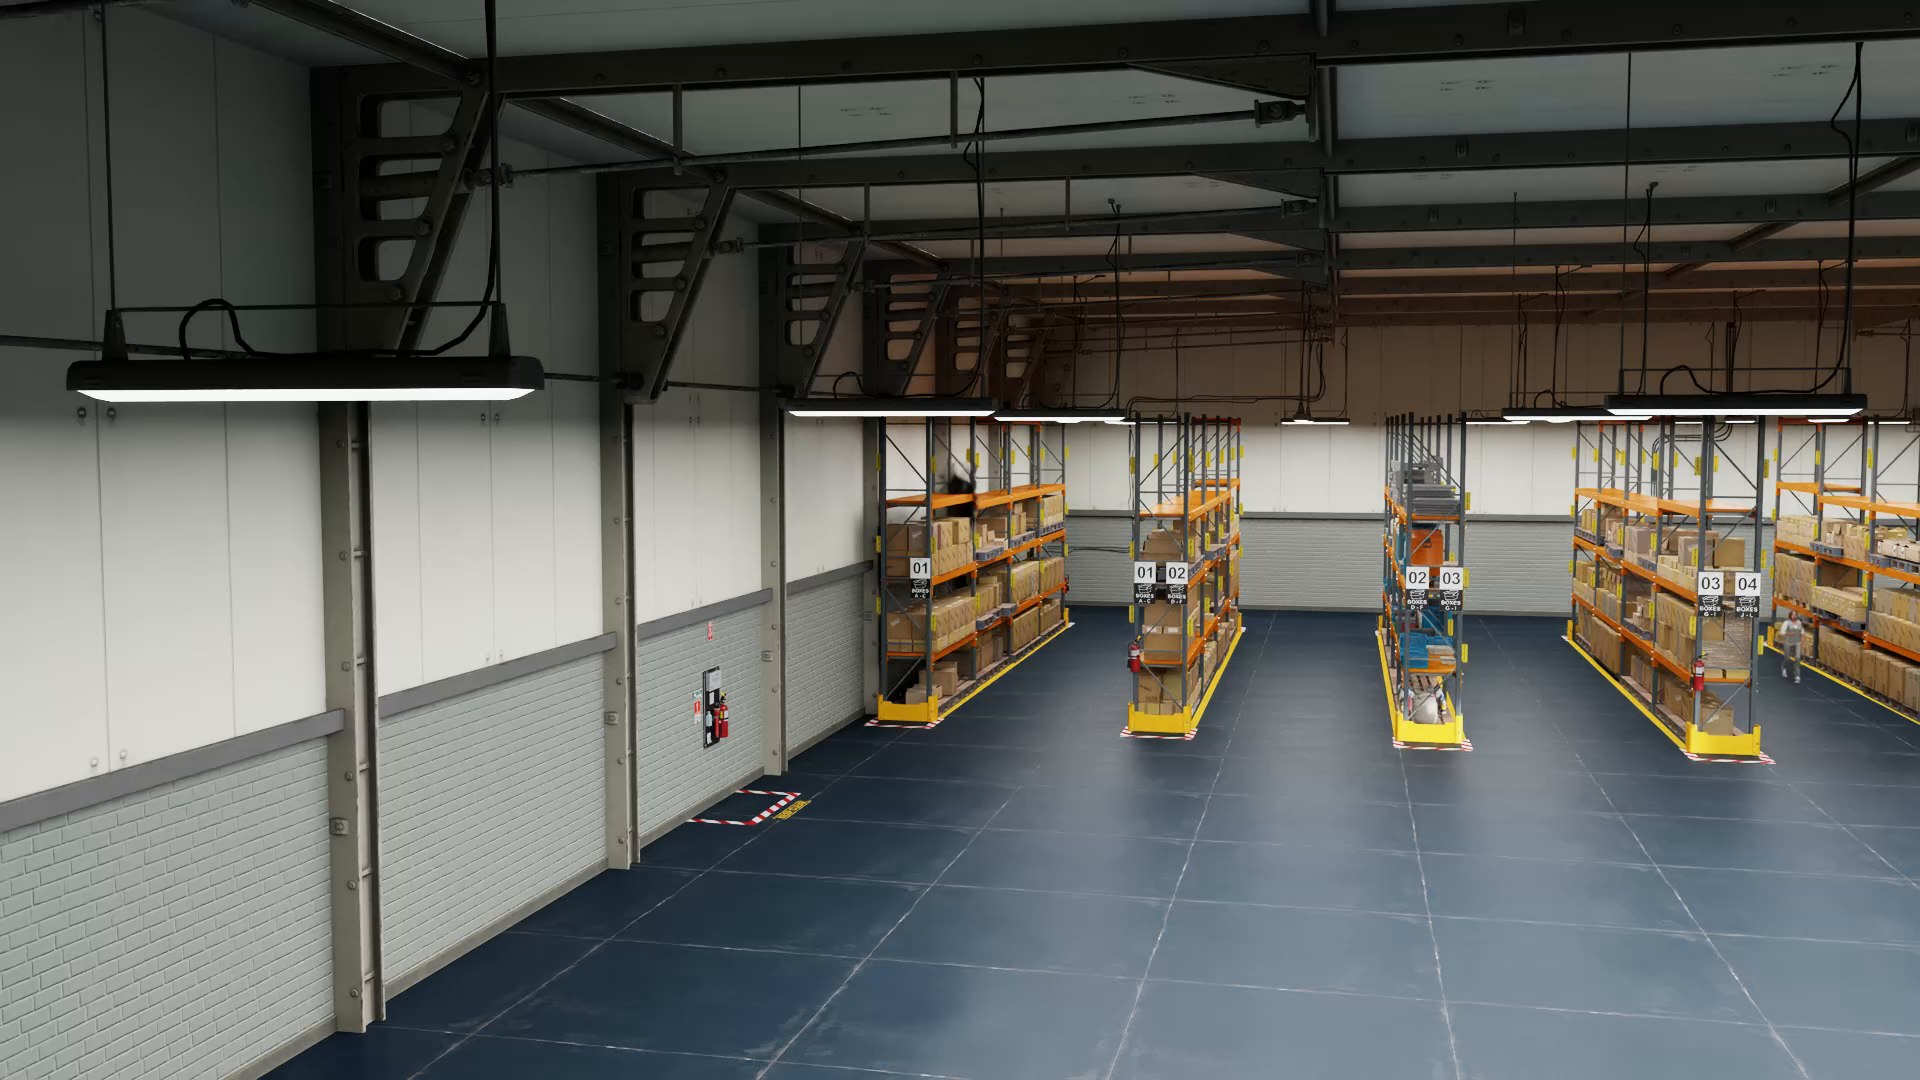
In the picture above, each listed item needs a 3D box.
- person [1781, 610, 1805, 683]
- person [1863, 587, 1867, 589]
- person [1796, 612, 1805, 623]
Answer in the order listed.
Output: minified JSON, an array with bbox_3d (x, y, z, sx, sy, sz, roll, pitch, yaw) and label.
[{"bbox_3d":[18.770,2.367,37.481,0.535,1.592,0.865,1,4,12],"label":"person"},{"bbox_3d":[23.136,1.983,42.463,0.642,1.764,0.826,0,4,4],"label":"person"},{"bbox_3d":[22.556,1.871,44.566,0.643,1.663,0.913,-3,5,-38],"label":"person"}]
